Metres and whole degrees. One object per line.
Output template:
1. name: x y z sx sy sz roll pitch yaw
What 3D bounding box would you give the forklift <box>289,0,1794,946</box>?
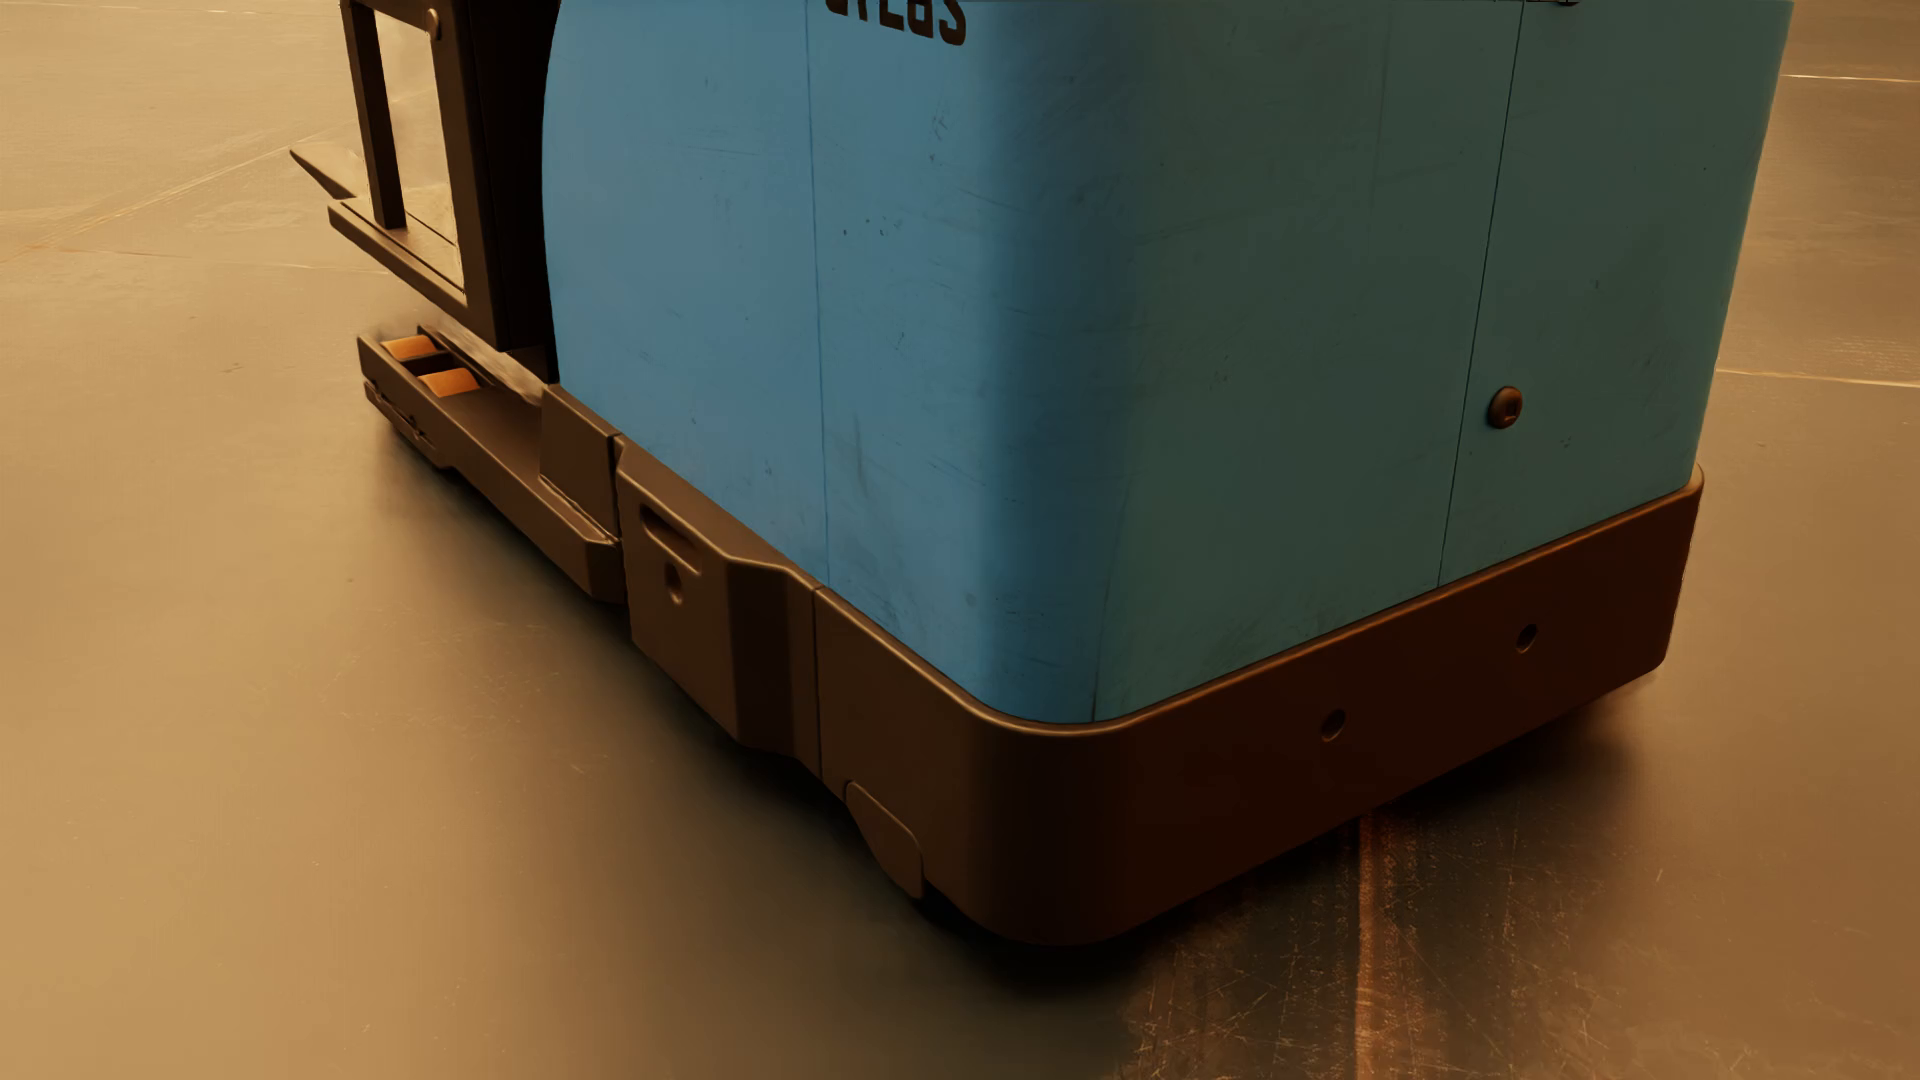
1. forklift: -0.374 -1.533 2.286 1.130 2.935 3.031 -18 32 -31
